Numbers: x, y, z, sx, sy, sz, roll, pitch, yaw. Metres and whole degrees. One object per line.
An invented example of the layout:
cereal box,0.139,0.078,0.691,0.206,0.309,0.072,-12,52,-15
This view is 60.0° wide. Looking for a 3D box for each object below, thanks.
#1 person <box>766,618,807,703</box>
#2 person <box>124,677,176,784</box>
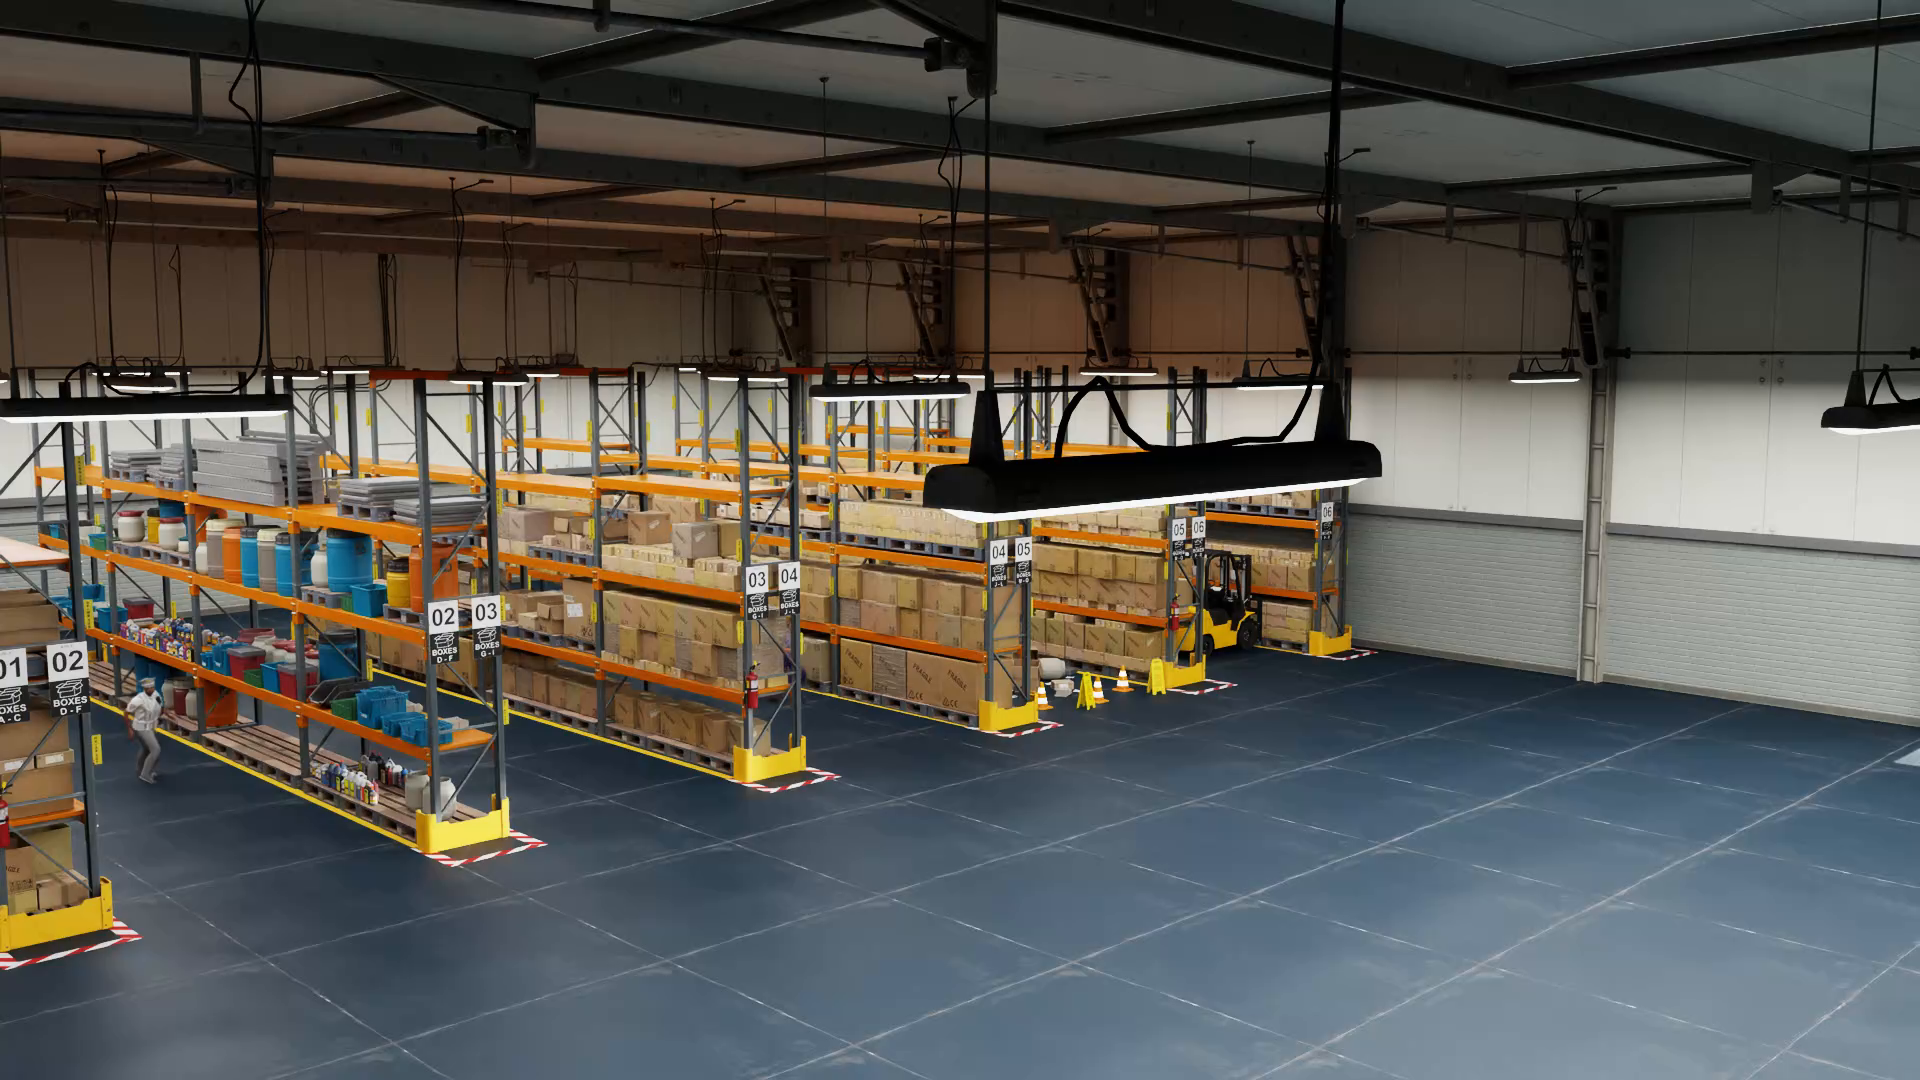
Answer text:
person,-3.102,2.175,30.024,0.935,1.595,0.599,5,8,36
person,-11.949,2.803,24.566,0.769,1.629,0.594,0,6,4
